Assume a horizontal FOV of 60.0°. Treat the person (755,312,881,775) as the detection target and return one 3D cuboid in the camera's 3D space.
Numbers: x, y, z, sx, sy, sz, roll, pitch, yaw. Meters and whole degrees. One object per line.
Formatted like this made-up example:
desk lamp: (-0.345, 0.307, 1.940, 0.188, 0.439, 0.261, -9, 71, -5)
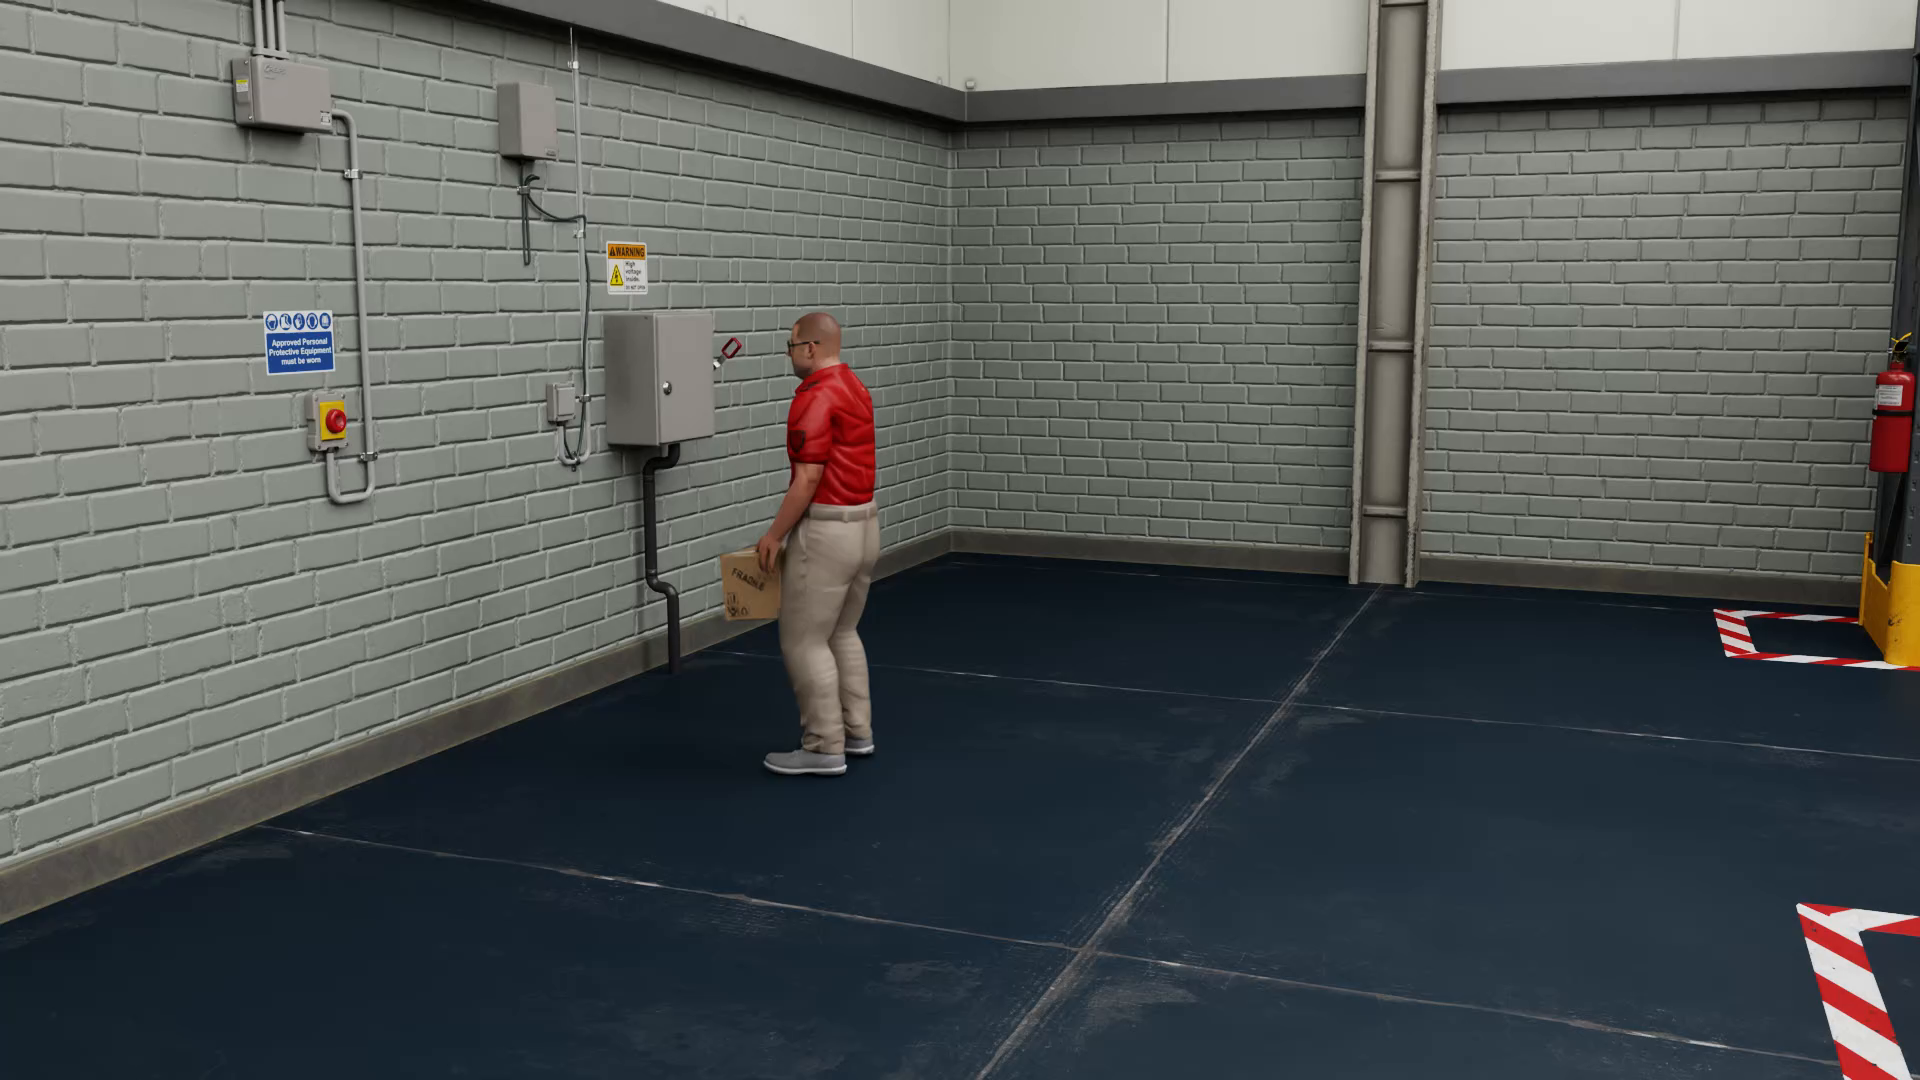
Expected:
person: (-0.527, 0.009, 6.315, 0.404, 1.733, 0.547, 3, 9, 20)
